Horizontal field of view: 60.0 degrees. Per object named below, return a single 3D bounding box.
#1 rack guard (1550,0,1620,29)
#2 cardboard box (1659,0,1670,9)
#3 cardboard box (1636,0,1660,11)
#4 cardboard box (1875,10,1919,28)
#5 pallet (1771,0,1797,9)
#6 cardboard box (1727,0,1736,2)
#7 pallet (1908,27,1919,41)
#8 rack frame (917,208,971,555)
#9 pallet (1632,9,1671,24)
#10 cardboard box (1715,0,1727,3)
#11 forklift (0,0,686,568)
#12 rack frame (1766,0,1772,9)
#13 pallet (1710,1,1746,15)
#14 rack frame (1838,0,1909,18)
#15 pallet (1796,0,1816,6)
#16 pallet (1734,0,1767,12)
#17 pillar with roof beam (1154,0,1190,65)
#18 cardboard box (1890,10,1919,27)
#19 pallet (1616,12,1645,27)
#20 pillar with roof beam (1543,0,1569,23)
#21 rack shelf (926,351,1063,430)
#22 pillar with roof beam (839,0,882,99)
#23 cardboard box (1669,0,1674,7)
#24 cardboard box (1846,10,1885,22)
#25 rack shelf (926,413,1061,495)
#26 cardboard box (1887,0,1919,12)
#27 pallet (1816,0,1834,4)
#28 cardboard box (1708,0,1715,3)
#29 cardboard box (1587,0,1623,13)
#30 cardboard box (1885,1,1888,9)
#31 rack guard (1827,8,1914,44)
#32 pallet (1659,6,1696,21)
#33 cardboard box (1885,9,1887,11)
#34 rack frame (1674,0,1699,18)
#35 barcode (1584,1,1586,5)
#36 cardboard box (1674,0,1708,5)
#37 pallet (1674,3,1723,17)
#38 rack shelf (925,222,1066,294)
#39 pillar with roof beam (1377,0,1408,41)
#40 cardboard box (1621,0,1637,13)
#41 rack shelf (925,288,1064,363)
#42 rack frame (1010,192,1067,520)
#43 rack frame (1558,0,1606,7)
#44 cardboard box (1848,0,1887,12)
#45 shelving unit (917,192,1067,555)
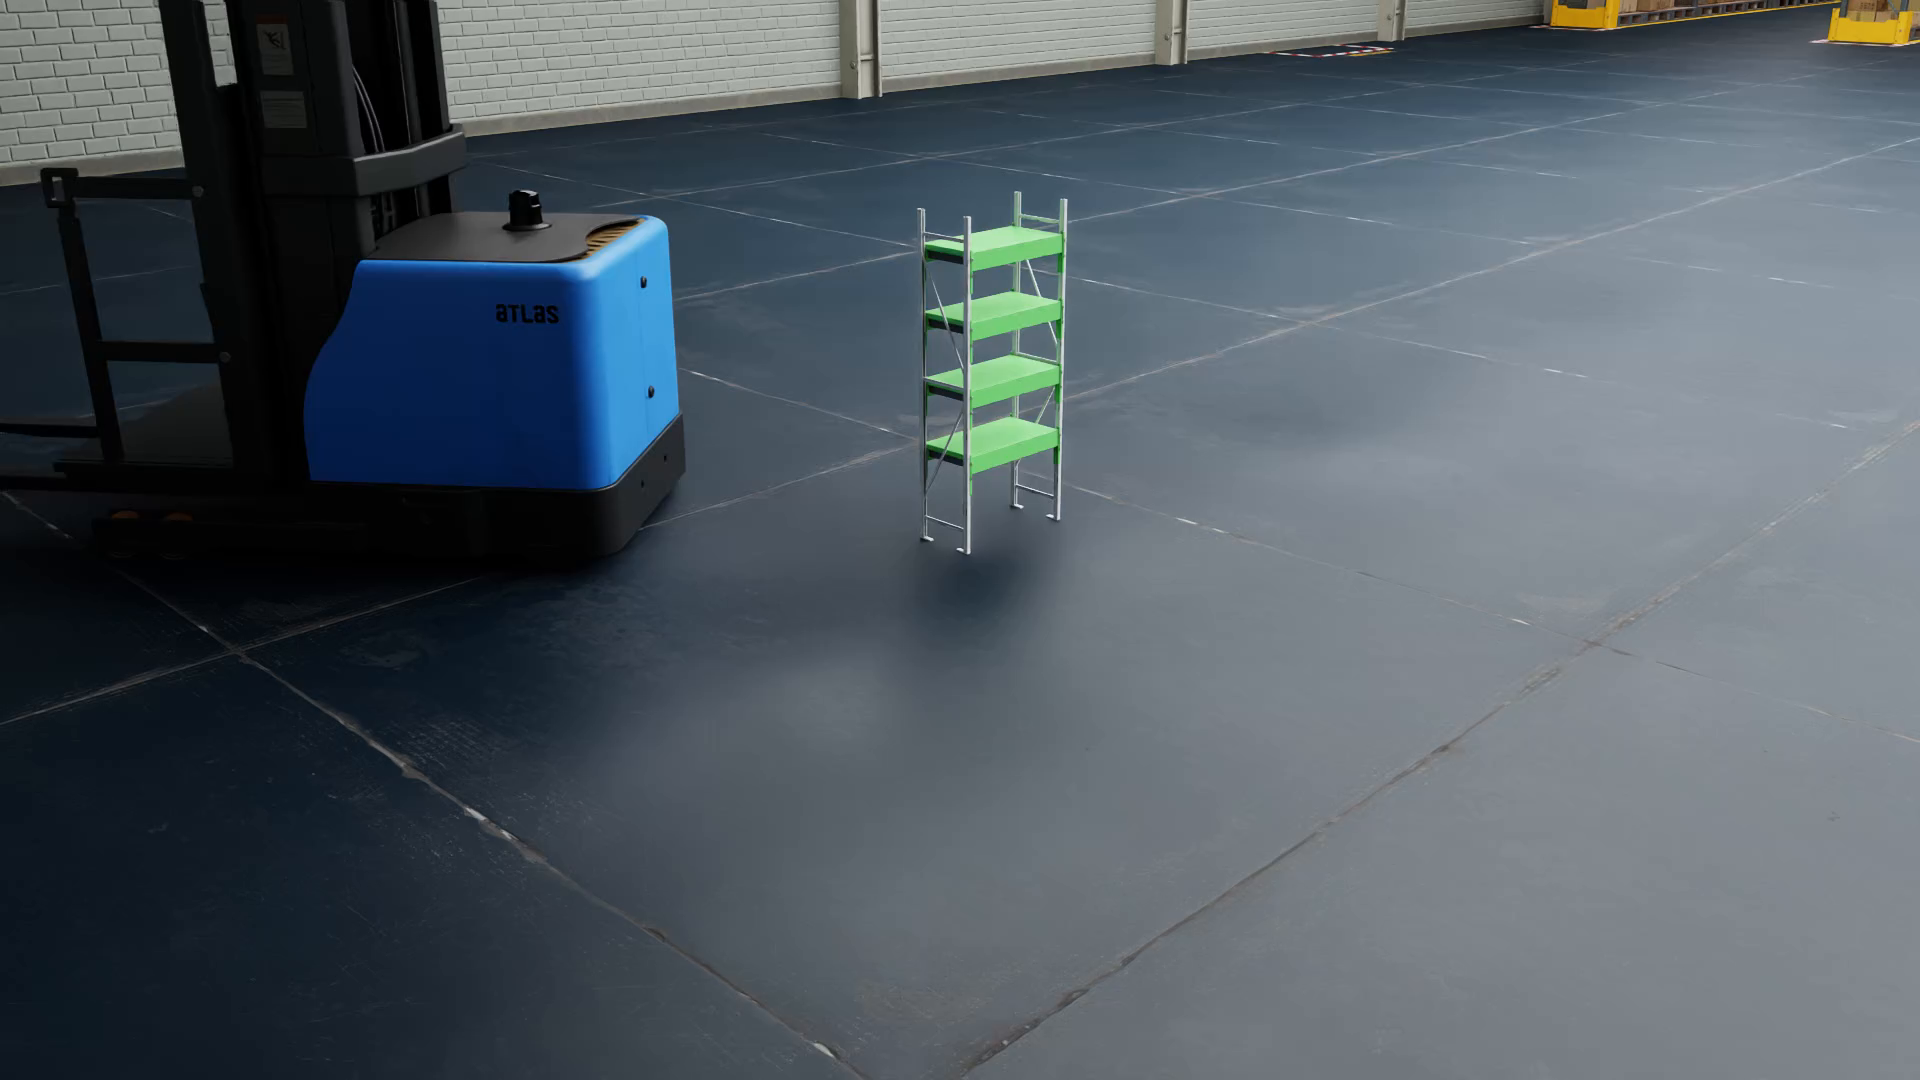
[{"bbox_3d":[11.569,-9.770,30.797,1.175,0.500,0.348,19,28,41],"label":"rack guard"},{"bbox_3d":[13.611,-10.707,32.622,0.500,0.500,0.500,17,27,37],"label":"cardboard box"},{"bbox_3d":[13.009,-10.434,31.910,0.700,0.500,0.500,17,27,37],"label":"cardboard box"},{"bbox_3d":[15.602,-8.673,27.706,0.500,0.250,0.500,19,28,41],"label":"cardboard box"},{"bbox_3d":[17.701,-11.856,36.626,1.003,0.211,1.213,19,28,41],"label":"pallet"},{"bbox_3d":[15.863,-11.576,34.882,0.700,0.500,0.500,19,28,40],"label":"cardboard box"},{"bbox_3d":[15.572,-8.584,28.113,1.003,0.211,1.213,19,28,41],"label":"pallet"},{"bbox_3d":[-0.055,-0.540,5.807,0.240,1.200,0.015,19,28,41],"label":"rack frame"},{"bbox_3d":[13.012,-10.147,32.181,1.003,0.211,1.213,19,28,41],"label":"pallet"},{"bbox_3d":[15.518,-11.444,34.538,0.700,0.500,0.500,20,28,41],"label":"cardboard box"},{"bbox_3d":[-2.637,-1.481,5.842,3.031,2.935,1.130,2,21,6],"label":"forklift"},{"bbox_3d":[17.097,-12.974,35.648,1.000,3.000,0.127,19,28,41],"label":"rack frame"},{"bbox_3d":[15.700,-11.160,34.814,1.003,0.211,1.213,19,28,41],"label":"pallet"},{"bbox_3d":[15.068,-9.678,27.074,1.000,3.000,0.127,19,28,41],"label":"rack frame"},{"bbox_3d":[18.552,-12.168,37.438,1.003,0.211,1.213,19,28,41],"label":"pallet"},{"bbox_3d":[16.551,-11.472,35.626,1.003,0.211,1.213,19,28,41],"label":"pallet"},{"bbox_3d":[6.098,-9.952,19.424,9.100,9.000,0.400,19,28,41],"label":"pillar with roof beam"},{"bbox_3d":[15.948,-8.803,28.043,0.500,0.250,0.500,19,28,41],"label":"cardboard box"},{"bbox_3d":[12.161,-9.835,31.369,1.003,0.211,1.213,19,28,41],"label":"pallet"},{"bbox_3d":[14.469,-13.037,27.449,9.100,9.000,0.400,19,28,41],"label":"pillar with roof beam"},{"bbox_3d":[0.115,-0.543,5.993,0.258,0.148,0.480,19,28,41],"label":"rack shelf"},{"bbox_3d":[1.912,-8.410,15.411,9.100,9.000,0.400,19,28,41],"label":"pillar with roof beam"},{"bbox_3d":[13.955,-10.683,33.025,0.380,0.166,0.250,15,26,34],"label":"cardboard box"},{"bbox_3d":[15.230,-8.803,28.043,0.500,0.250,0.500,19,28,41],"label":"cardboard box"},{"bbox_3d":[0.115,-0.319,6.079,0.258,0.148,0.480,19,28,41],"label":"rack shelf"},{"bbox_3d":[15.949,-9.152,27.907,0.500,0.500,0.500,19,28,41],"label":"cardboard box"},{"bbox_3d":[19.403,-12.483,38.258,1.003,0.211,1.213,19,28,41],"label":"pallet"},{"bbox_3d":[15.133,-11.323,34.224,0.700,0.500,0.500,19,28,40],"label":"cardboard box"},{"bbox_3d":[12.063,-10.023,31.105,0.500,0.311,0.500,15,26,35],"label":"cardboard box"},{"bbox_3d":[15.916,-9.414,28.589,0.500,0.500,0.500,19,28,41],"label":"cardboard box"},{"bbox_3d":[15.051,-8.506,27.507,1.175,0.500,0.348,19,28,41],"label":"rack guard"},{"bbox_3d":[13.863,-10.462,33.001,1.003,0.211,1.213,19,28,41],"label":"pallet"},{"bbox_3d":[15.571,-8.934,28.386,0.500,0.250,0.500,19,28,41],"label":"cardboard box"},{"bbox_3d":[14.307,-11.946,32.973,1.000,3.000,0.127,19,28,41],"label":"rack frame"},{"bbox_3d":[11.789,-10.132,31.376,0.001,0.075,0.075,19,28,41],"label":"barcode"},{"bbox_3d":[14.808,-11.177,33.845,0.500,0.500,0.700,-19,28,-40],"label":"cardboard box"},{"bbox_3d":[14.849,-10.844,33.995,1.003,0.211,1.213,19,28,41],"label":"pallet"},{"bbox_3d":[0.115,-0.991,5.821,0.258,0.148,0.480,19,28,41],"label":"rack shelf"},{"bbox_3d":[10.284,-11.494,23.437,9.100,9.000,0.400,19,28,41],"label":"pillar with roof beam"},{"bbox_3d":[12.461,-10.170,31.486,0.500,0.311,0.500,-17,27,-38],"label":"cardboard box"},{"bbox_3d":[0.115,-0.767,5.907,0.258,0.148,0.480,19,28,41],"label":"rack shelf"},{"bbox_3d":[0.286,-0.665,6.133,0.240,1.200,0.015,19,28,41],"label":"rack frame"},{"bbox_3d":[11.516,-10.917,30.298,1.000,3.000,0.127,19,28,41],"label":"rack frame"},{"bbox_3d":[15.229,-9.153,27.910,0.500,0.500,0.500,19,28,41],"label":"cardboard box"},{"bbox_3d":[0.115,-0.603,5.970,0.258,1.200,0.503,19,28,41],"label":"shelving unit"}]
